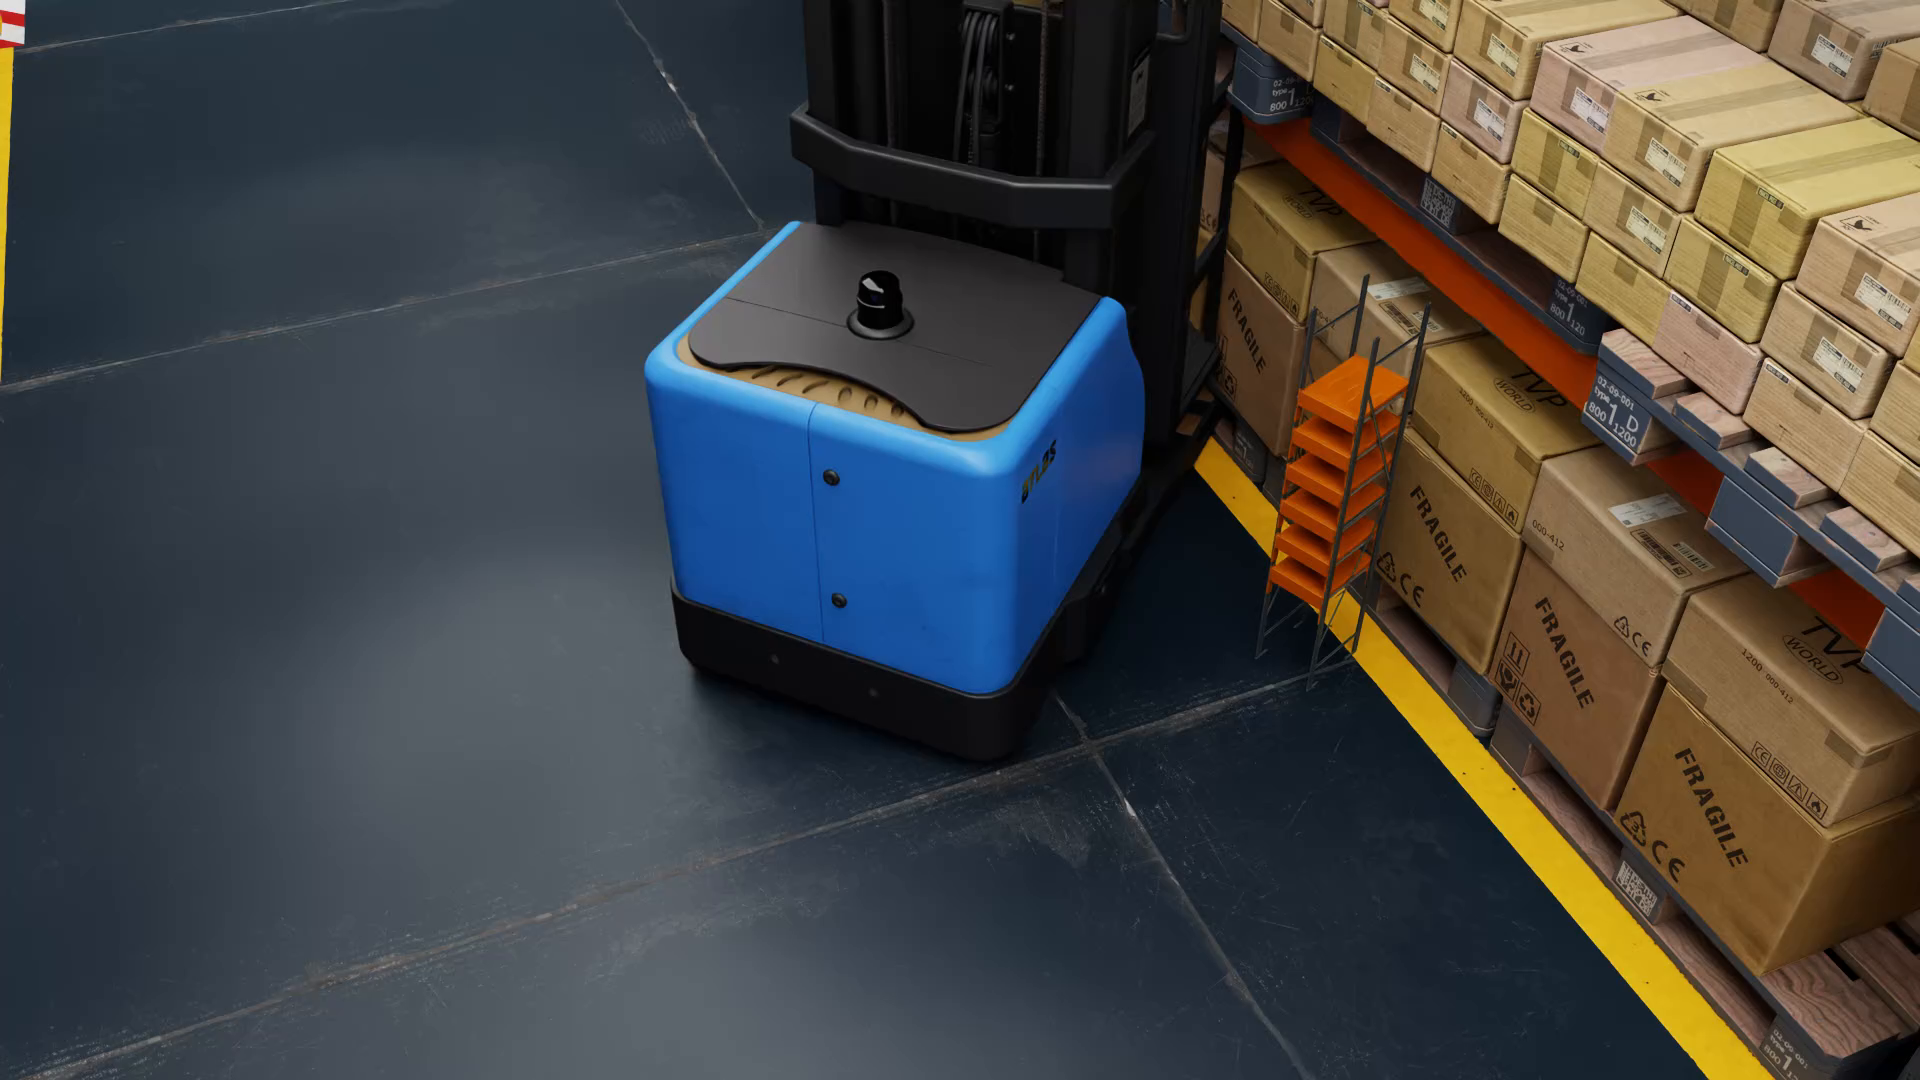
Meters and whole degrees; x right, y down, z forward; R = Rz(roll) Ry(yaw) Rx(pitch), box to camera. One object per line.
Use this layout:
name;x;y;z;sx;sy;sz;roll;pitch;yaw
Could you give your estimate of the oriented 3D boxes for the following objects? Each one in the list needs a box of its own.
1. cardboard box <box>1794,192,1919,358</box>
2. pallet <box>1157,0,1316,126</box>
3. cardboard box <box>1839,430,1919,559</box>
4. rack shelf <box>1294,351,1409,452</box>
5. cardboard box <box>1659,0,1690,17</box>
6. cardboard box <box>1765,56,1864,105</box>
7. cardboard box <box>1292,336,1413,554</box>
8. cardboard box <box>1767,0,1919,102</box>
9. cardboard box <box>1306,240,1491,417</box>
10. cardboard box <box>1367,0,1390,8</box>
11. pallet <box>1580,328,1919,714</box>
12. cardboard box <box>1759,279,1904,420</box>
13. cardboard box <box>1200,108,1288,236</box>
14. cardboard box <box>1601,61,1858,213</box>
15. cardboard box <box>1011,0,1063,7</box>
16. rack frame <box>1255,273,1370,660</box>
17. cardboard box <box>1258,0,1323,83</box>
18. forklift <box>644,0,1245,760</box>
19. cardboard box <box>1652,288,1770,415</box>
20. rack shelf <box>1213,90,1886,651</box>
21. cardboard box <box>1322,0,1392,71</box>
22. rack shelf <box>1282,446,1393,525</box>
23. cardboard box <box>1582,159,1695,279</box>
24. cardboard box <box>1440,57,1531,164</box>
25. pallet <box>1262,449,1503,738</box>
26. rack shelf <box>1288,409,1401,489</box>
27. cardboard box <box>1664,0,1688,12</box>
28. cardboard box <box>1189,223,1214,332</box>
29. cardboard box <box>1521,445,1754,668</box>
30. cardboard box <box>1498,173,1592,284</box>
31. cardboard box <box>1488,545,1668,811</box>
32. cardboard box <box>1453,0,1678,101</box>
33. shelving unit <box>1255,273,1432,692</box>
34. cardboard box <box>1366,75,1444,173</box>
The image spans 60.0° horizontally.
cardboard box;1.725;-0.485;2.928;0.380;0.149;0.250;-16;43;-17
pallet;1.058;-1.703;5.077;1.003;0.211;1.213;-15;43;-17
cardboard box;1.817;-0.109;2.947;0.380;0.149;0.250;-14;43;-16
rack shelf;1.009;-0.358;4.262;0.258;0.103;0.180;-33;50;-32
cardboard box;1.830;-1.318;4.124;0.380;0.149;0.250;-14;43;-15
cardboard box;2.028;-1.006;3.761;0.380;0.149;0.250;-15;43;-17
cardboard box;1.354;-0.342;4.942;0.500;0.500;0.500;-14;43;-16
cardboard box;2.031;-1.111;3.656;0.380;0.149;0.250;-13;42;-15
cardboard box;1.335;-0.628;4.700;0.500;0.250;0.500;-14;43;-15
cardboard box;1.121;-1.431;4.028;0.380;0.149;0.250;-14;43;-15
pallet;2.059;-0.193;3.320;1.213;0.211;1.003;-15;43;-17
cardboard box;1.717;-0.384;3.038;0.380;0.149;0.250;-14;43;-15
cardboard box;0.938;-1.257;5.431;0.500;0.250;0.500;-17;44;-19
cardboard box;1.519;-0.803;3.297;0.380;0.149;0.250;-14;43;-16
cardboard box;0.259;-2.193;6.908;0.380;0.149;0.250;-14;43;-15
rack frame;0.946;-0.161;4.517;0.240;1.200;0.006;-33;50;-32
cardboard box;1.022;-1.362;4.404;0.380;0.149;0.250;-17;44;-19
forklift;0.271;-1.482;4.726;1.130;2.935;3.031;17;43;19
cardboard box;1.624;-0.414;3.301;0.380;0.149;0.250;-14;43;-16
rack shelf;1.665;-0.795;4.425;1.077;0.370;4.000;-15;43;-17
cardboard box;1.132;-1.308;4.113;0.380;0.149;0.250;-16;43;-18
rack shelf;1.010;-0.176;4.418;0.258;0.103;0.180;-33;50;-32
cardboard box;1.518;-0.692;3.397;0.380;0.149;0.250;-15;43;-17
cardboard box;1.325;-1.000;3.755;0.380;0.149;0.250;-14;43;-16
pallet;1.669;-0.010;5.100;1.003;0.211;1.213;-15;43;-17
rack shelf;1.010;-0.267;4.340;0.258;0.103;0.180;-33;50;-32
cardboard box;1.836;-1.421;4.017;0.380;0.149;0.250;-16;43;-17
cardboard box;0.937;-0.972;5.675;0.500;0.500;0.500;-14;43;-15
cardboard box;1.723;-0.006;3.977;0.500;0.250;0.500;-15;43;-16
cardboard box;1.428;-0.727;3.665;0.380;0.149;0.250;-17;44;-19
cardboard box;1.742;0.281;4.218;0.500;0.500;0.500;-13;42;-15
cardboard box;1.326;-1.112;3.657;0.380;0.149;0.250;-13;42;-15
shelving unit;1.010;-0.118;4.467;0.258;1.200;0.189;-33;50;-32
cardboard box;1.223;-1.046;4.037;0.380;0.149;0.250;-17;44;-19
